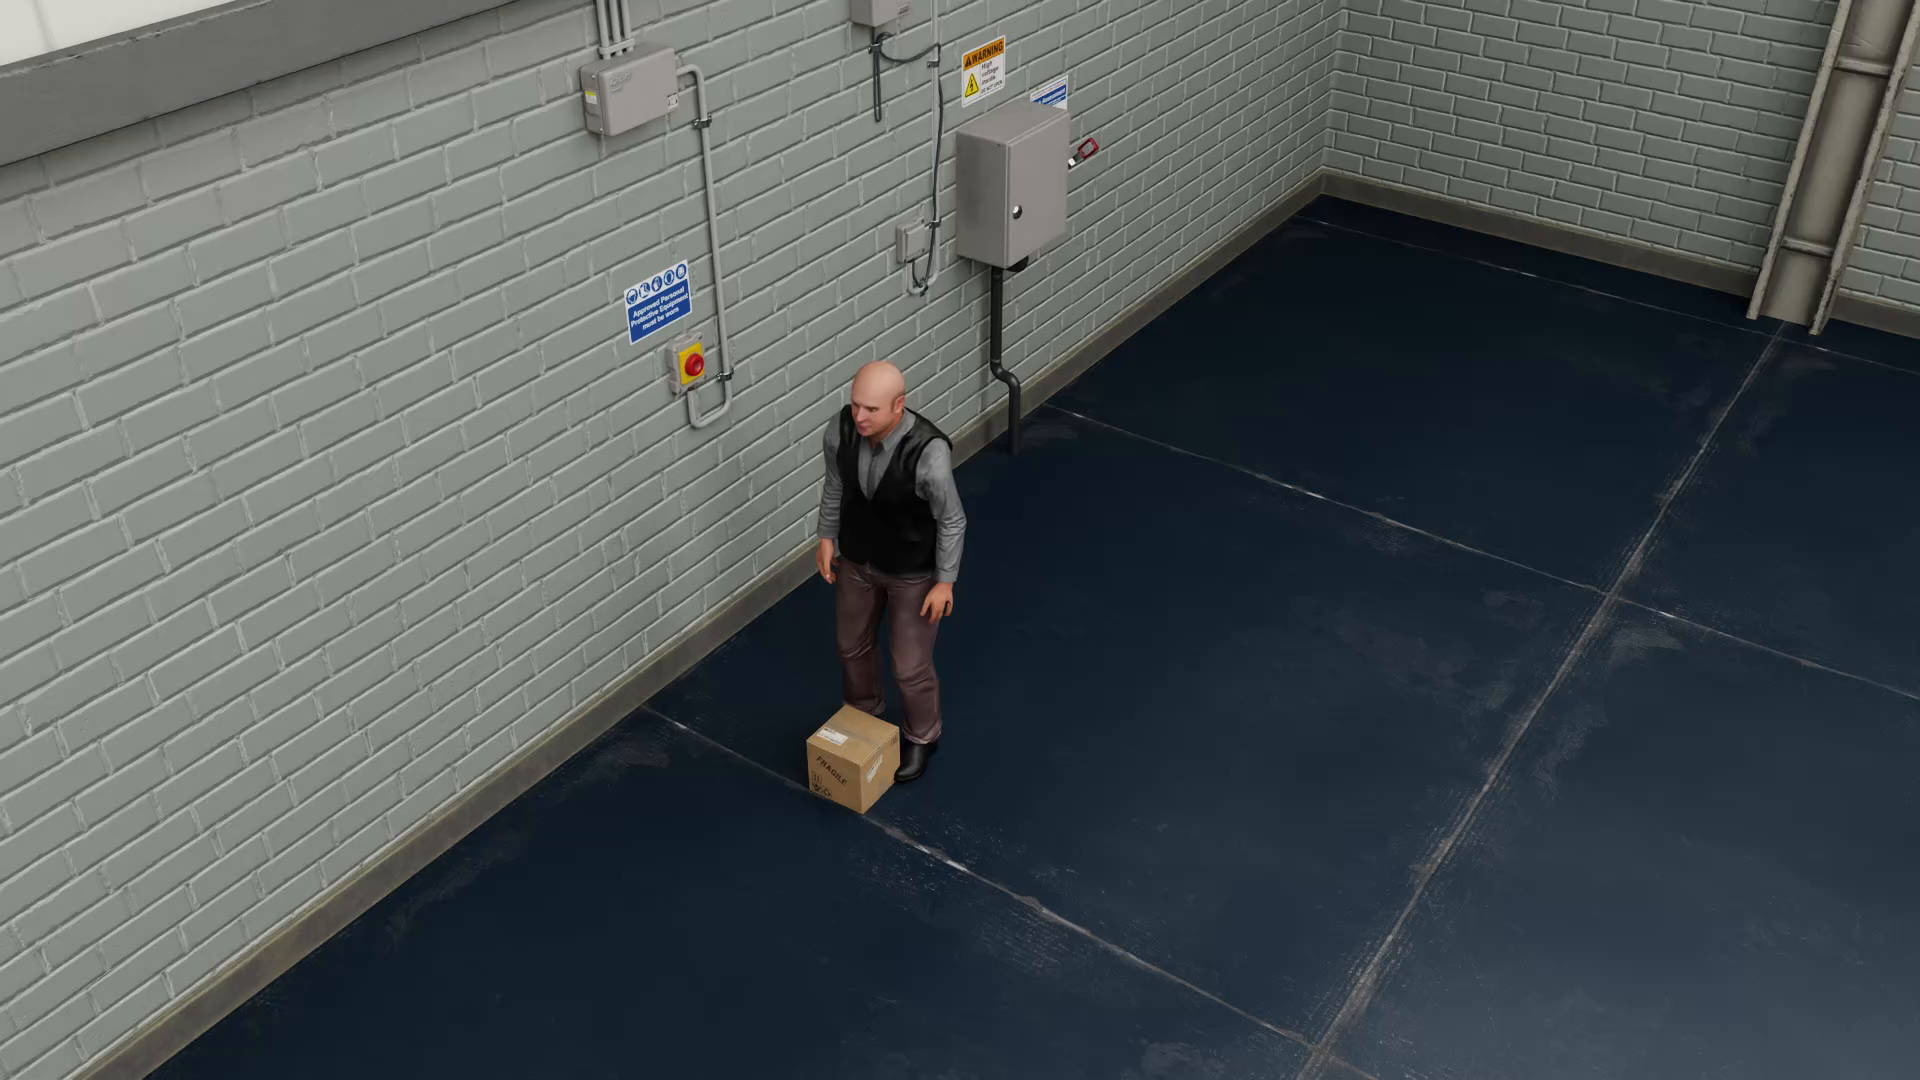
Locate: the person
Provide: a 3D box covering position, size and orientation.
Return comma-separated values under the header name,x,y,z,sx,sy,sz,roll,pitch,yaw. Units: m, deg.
name,x,y,z,sx,sy,sz,roll,pitch,yaw
person,-0.243,0.085,6.039,0.588,1.721,0.411,20,39,27
